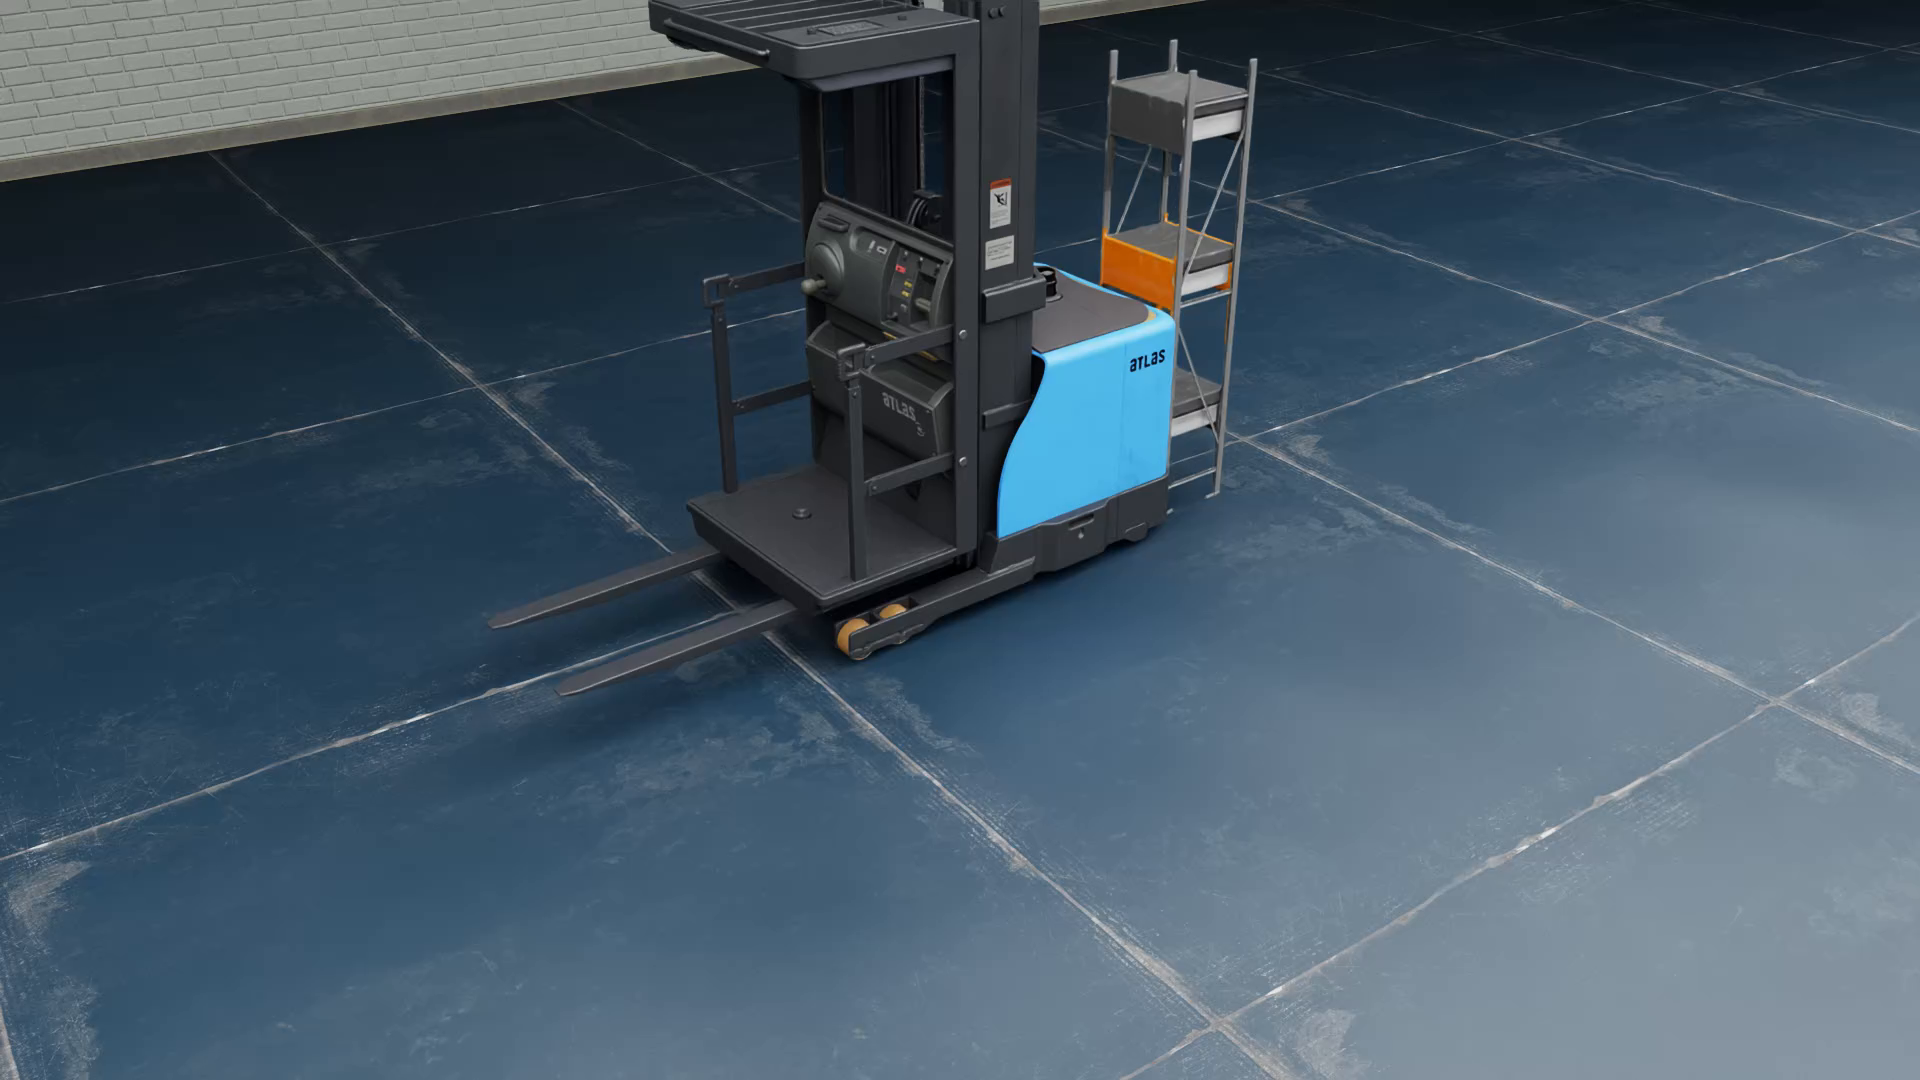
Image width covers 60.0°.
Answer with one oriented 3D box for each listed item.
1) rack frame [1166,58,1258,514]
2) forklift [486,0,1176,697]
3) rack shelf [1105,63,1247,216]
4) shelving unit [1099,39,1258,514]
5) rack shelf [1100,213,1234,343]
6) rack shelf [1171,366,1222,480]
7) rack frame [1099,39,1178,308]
[{"bbox_3d":[1.116,-1.095,7.564,0.400,2.100,0.015,-20,34,-33],"label":"rack frame"},{"bbox_3d":[-0.505,-1.080,6.667,3.031,2.935,1.130,-20,35,-33],"label":"forklift"},{"bbox_3d":[0.970,-1.792,7.408,0.431,0.518,0.480,-20,34,-33],"label":"rack shelf"},{"bbox_3d":[0.966,-1.187,7.733,0.431,2.100,0.503,-20,34,-33],"label":"shelving unit"},{"bbox_3d":[0.966,-1.175,7.739,0.431,0.518,0.480,-20,34,-33],"label":"rack shelf"},{"bbox_3d":[0.963,-0.559,8.071,0.431,0.518,0.480,-20,34,-33],"label":"rack shelf"},{"bbox_3d":[0.816,-1.279,7.902,0.400,2.100,0.015,-20,34,-33],"label":"rack frame"}]
